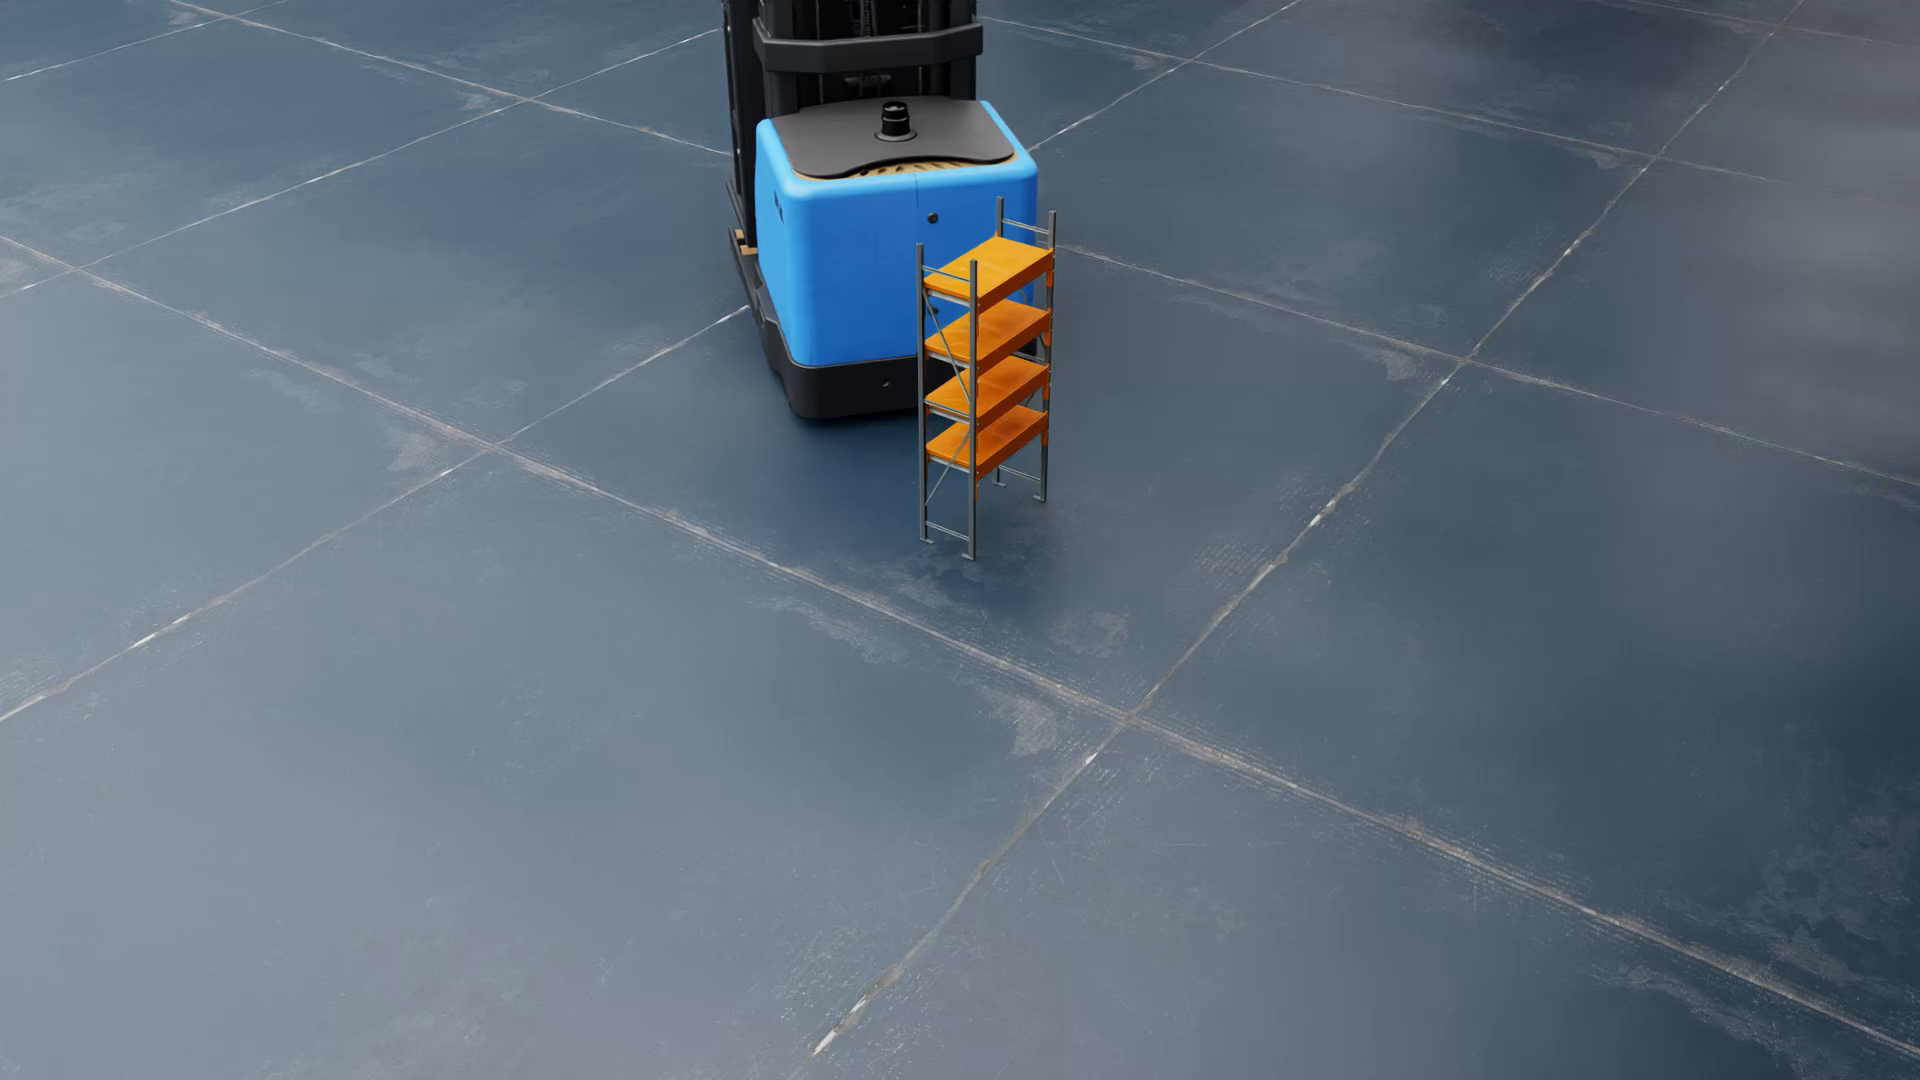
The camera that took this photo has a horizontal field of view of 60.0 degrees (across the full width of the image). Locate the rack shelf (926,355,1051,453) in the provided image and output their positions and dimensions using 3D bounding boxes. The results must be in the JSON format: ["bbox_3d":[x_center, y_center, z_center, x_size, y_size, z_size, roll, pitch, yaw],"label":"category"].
[{"bbox_3d":[0.094,-0.517,6.064,0.258,0.148,0.480,21,39,28],"label":"rack shelf"}]

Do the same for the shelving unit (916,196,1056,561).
[{"bbox_3d":[0.094,-0.573,6.027,0.258,1.200,0.503,21,39,28],"label":"shelving unit"}]

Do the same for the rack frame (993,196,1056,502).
[{"bbox_3d":[0.233,-0.686,6.193,0.240,1.200,0.015,21,39,28],"label":"rack frame"}]

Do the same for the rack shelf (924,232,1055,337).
[{"bbox_3d":[0.094,-0.899,5.806,0.258,0.148,0.480,21,39,28],"label":"rack shelf"}]

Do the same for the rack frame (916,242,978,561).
[{"bbox_3d":[-0.045,-0.461,5.860,0.240,1.200,0.015,21,39,28],"label":"rack frame"}]

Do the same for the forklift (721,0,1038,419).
[{"bbox_3d":[-0.527,-2.534,7.380,1.130,2.935,3.031,-8,35,-12],"label":"forklift"}]

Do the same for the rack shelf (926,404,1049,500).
[{"bbox_3d":[0.094,-0.353,6.175,0.258,0.148,0.480,21,39,28],"label":"rack shelf"}]

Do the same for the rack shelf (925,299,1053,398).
[{"bbox_3d":[0.094,-0.703,5.939,0.258,0.148,0.480,21,39,28],"label":"rack shelf"}]
